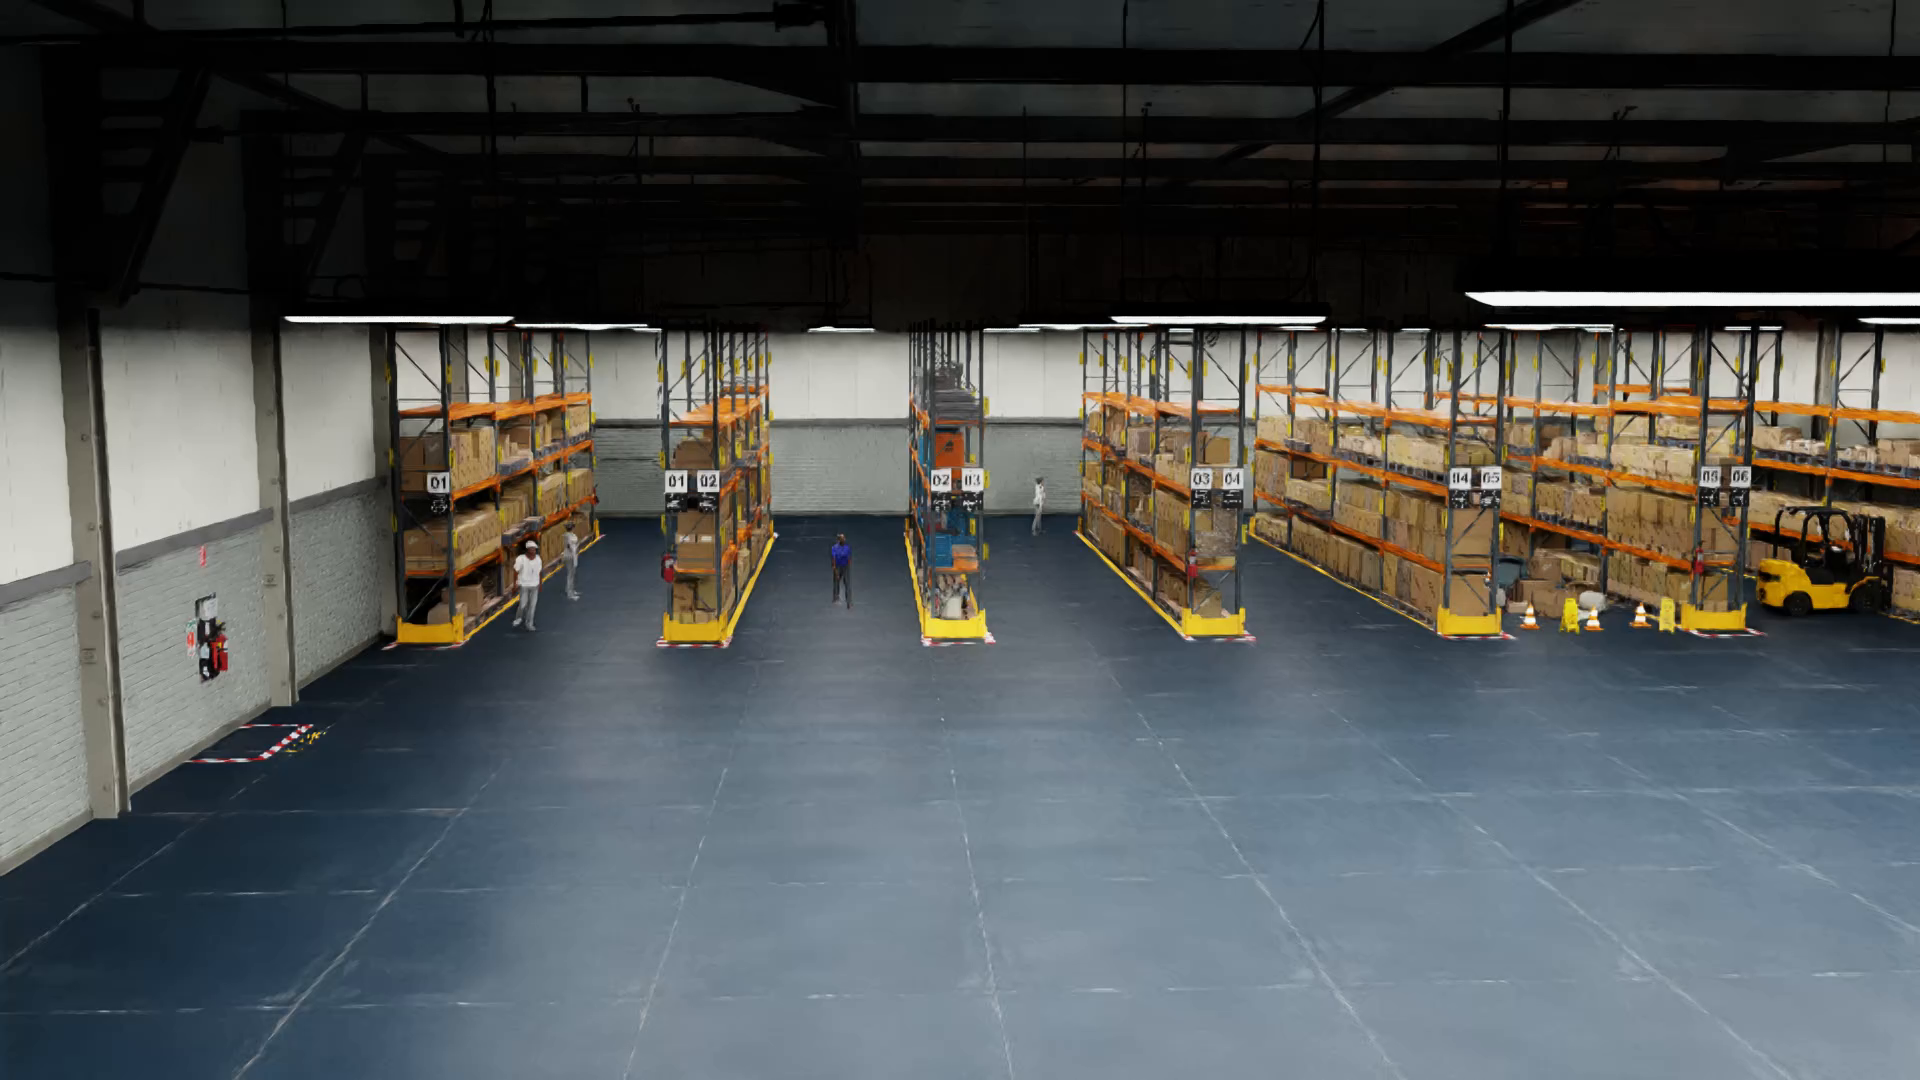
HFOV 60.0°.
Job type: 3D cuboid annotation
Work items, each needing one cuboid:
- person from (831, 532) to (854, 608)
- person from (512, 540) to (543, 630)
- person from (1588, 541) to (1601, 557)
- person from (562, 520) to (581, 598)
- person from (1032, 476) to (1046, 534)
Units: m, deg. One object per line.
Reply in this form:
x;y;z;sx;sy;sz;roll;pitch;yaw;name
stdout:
-2.492;0.640;34.872;0.443;1.543;0.996;-1;7;-11;person
-8.401;0.873;32.289;0.615;1.759;0.571;-6;9;-39;person
15.955;-0.346;41.941;0.503;1.764;0.624;4;8;27;person
-8.447;0.411;36.232;0.408;1.680;0.538;-5;8;-33;person
2.274;-1.011;47.807;0.484;1.665;0.647;-1;7;-9;person
